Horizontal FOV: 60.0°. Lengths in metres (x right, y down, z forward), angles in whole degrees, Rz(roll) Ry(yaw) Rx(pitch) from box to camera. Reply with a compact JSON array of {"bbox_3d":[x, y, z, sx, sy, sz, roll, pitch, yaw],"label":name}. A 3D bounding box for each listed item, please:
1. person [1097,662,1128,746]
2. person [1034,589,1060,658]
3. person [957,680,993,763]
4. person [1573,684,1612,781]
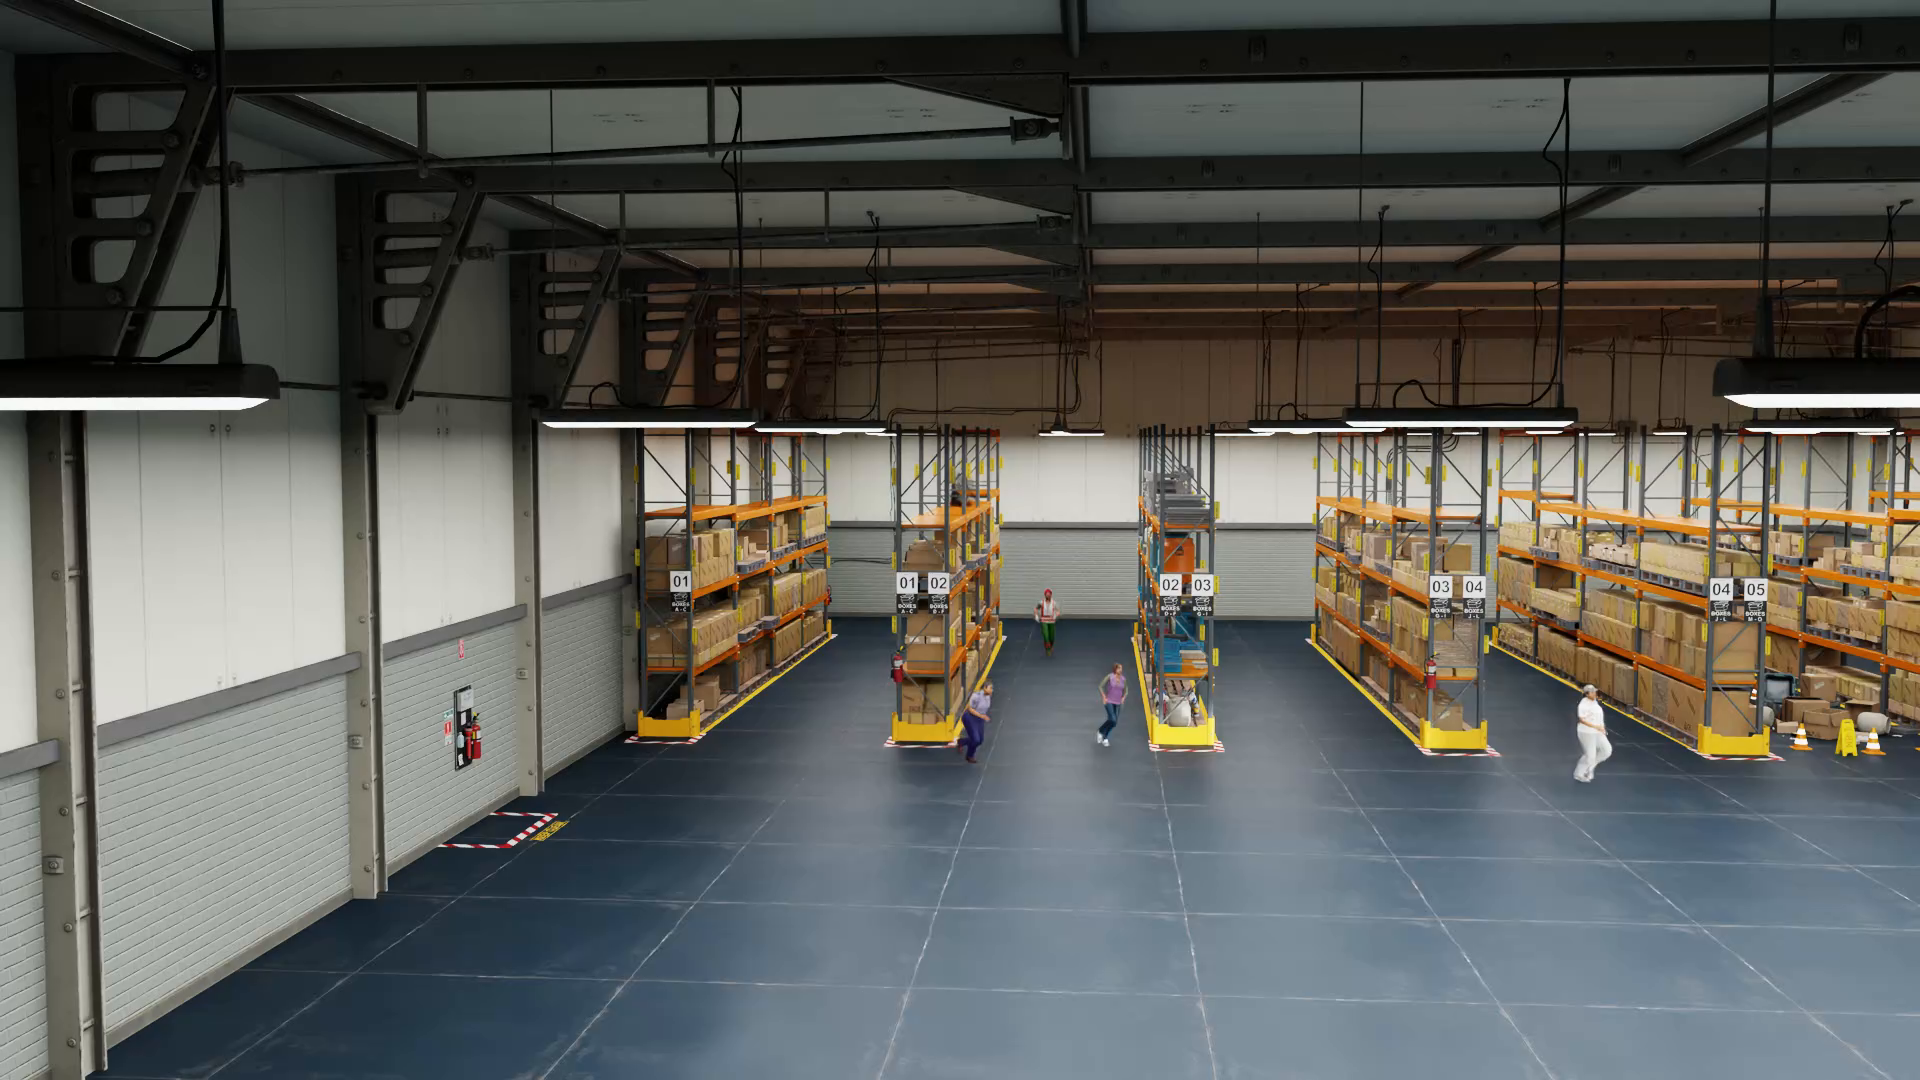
[{"bbox_3d":[2.878,3.071,30.994,0.573,1.538,0.481,-1,4,-20],"label":"person"},{"bbox_3d":[2.297,2.176,43.748,0.690,1.761,0.885,0,3,-1],"label":"person"},{"bbox_3d":[0.287,3.201,29.428,0.797,1.500,0.608,3,4,38],"label":"person"},{"bbox_3d":[10.550,3.219,27.744,0.618,1.627,0.561,-3,5,-43],"label":"person"}]
